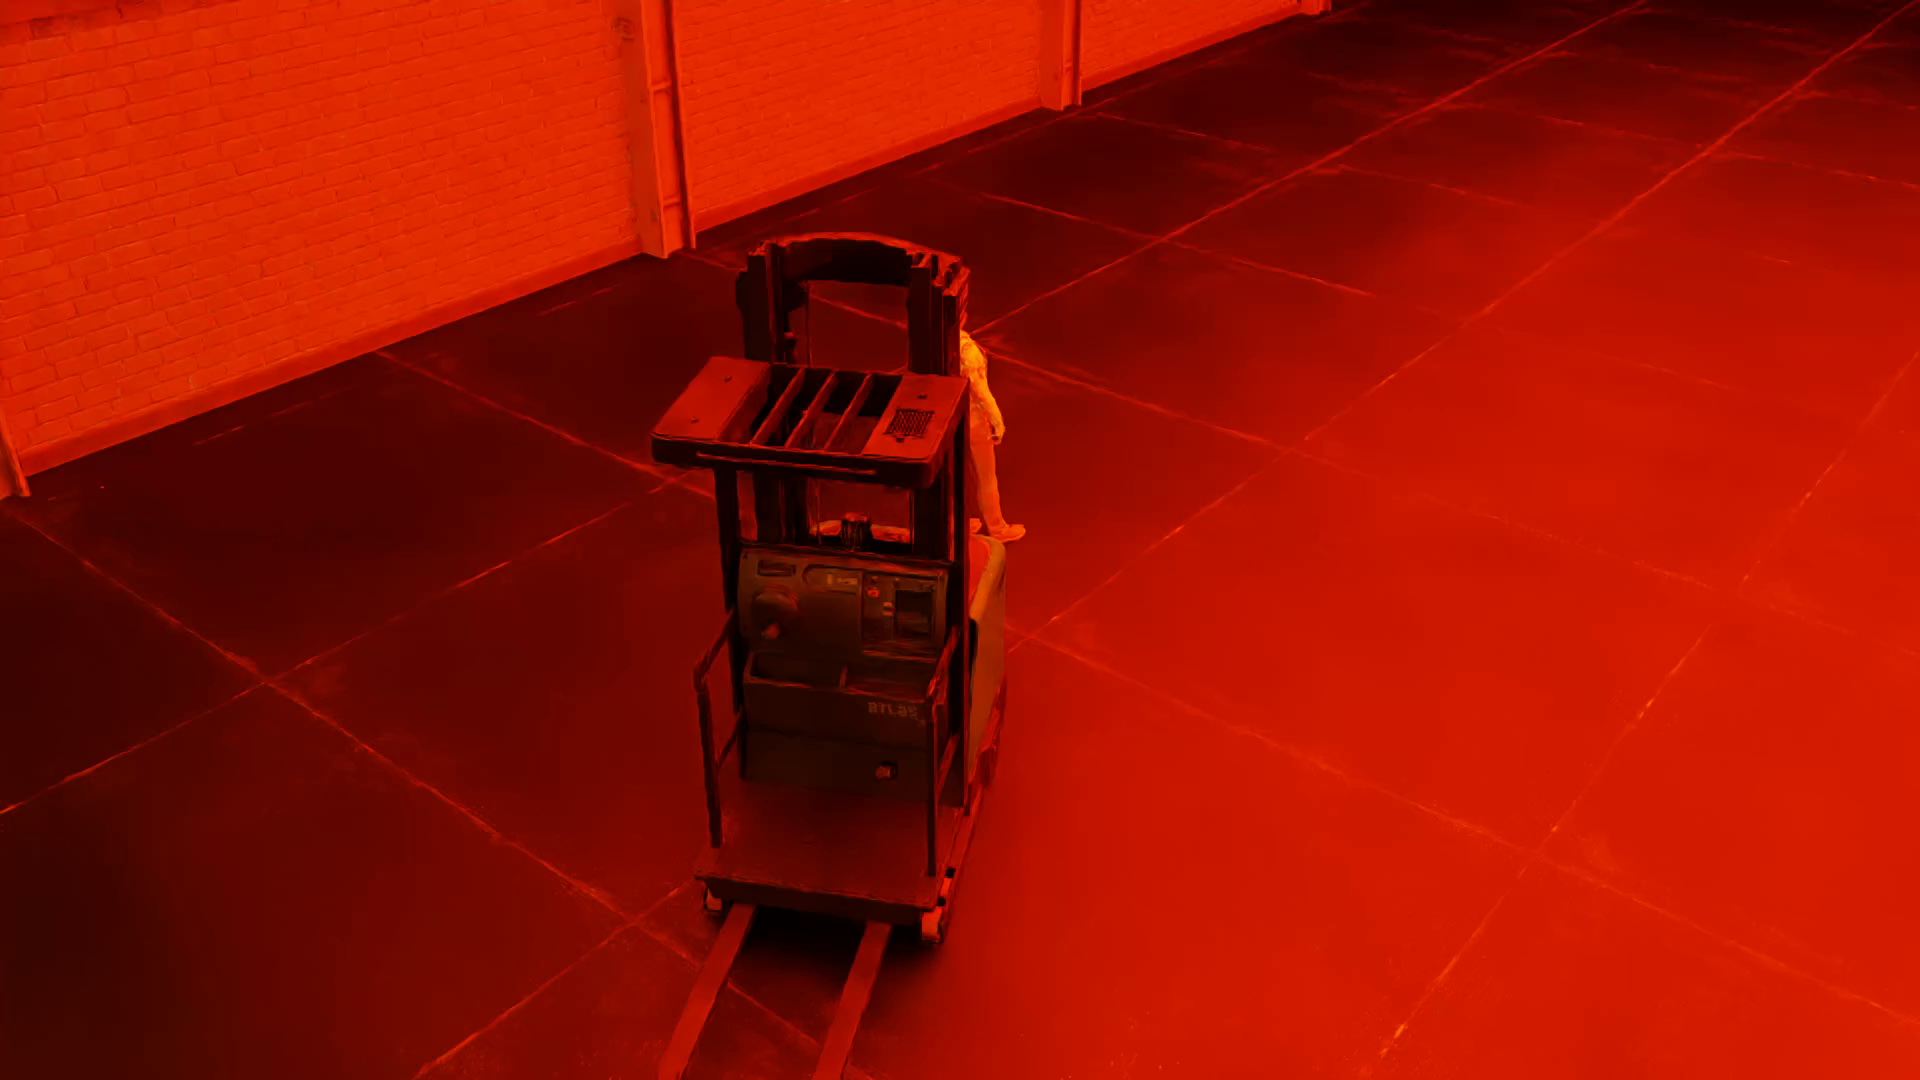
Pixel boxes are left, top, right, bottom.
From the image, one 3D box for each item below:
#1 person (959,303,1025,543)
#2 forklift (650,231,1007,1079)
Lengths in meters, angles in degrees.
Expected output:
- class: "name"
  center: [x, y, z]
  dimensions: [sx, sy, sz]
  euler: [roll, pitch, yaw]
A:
- class: "person"
  center: [0.048, -0.762, 10.110]
  dimensions: [0.586, 1.695, 0.532]
  euler: [22, 37, 33]
- class: "forklift"
  center: [-0.552, 0.324, 7.040]
  dimensions: [1.130, 2.935, 3.031]
  euler: [6, 31, 10]
